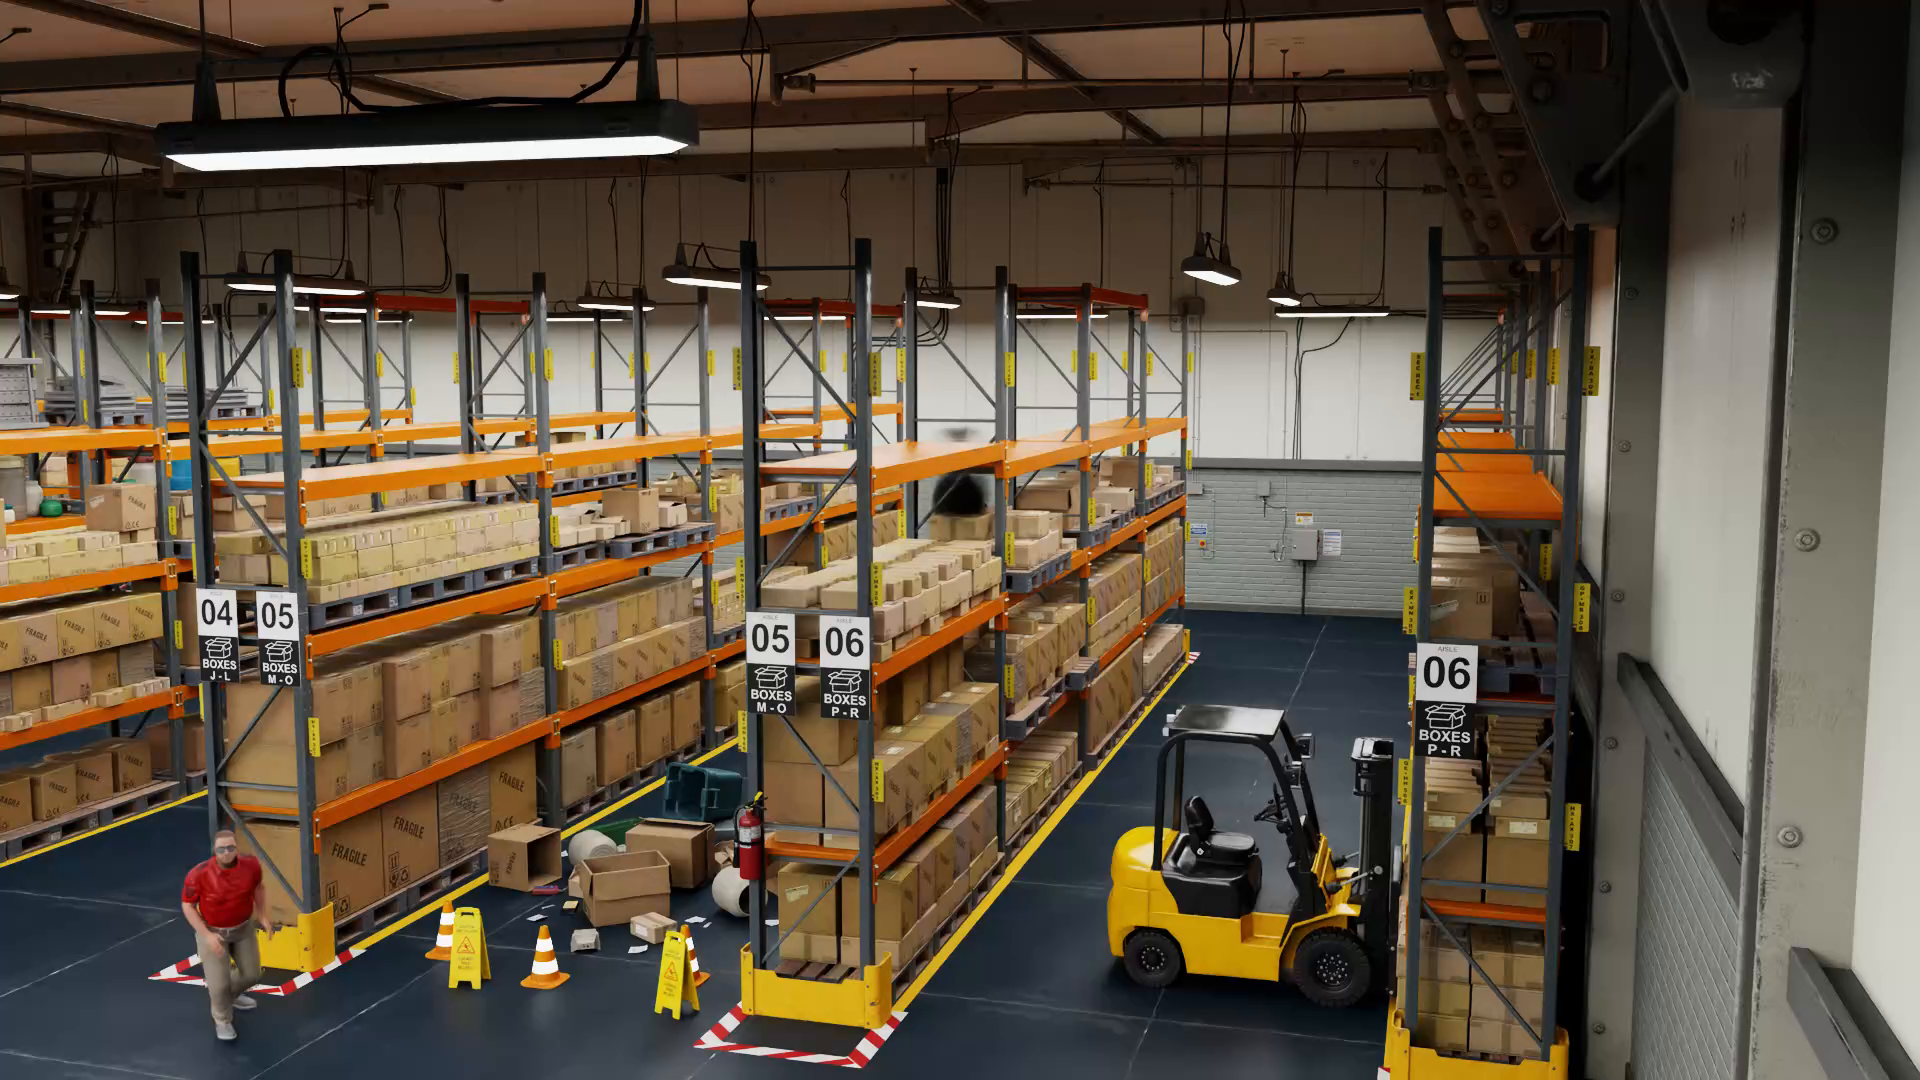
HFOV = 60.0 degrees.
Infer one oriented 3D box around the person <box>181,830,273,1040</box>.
[{"bbox_3d":[-5.579,2.941,12.582,0.750,1.650,0.650,6,9,44],"label":"person"}]
